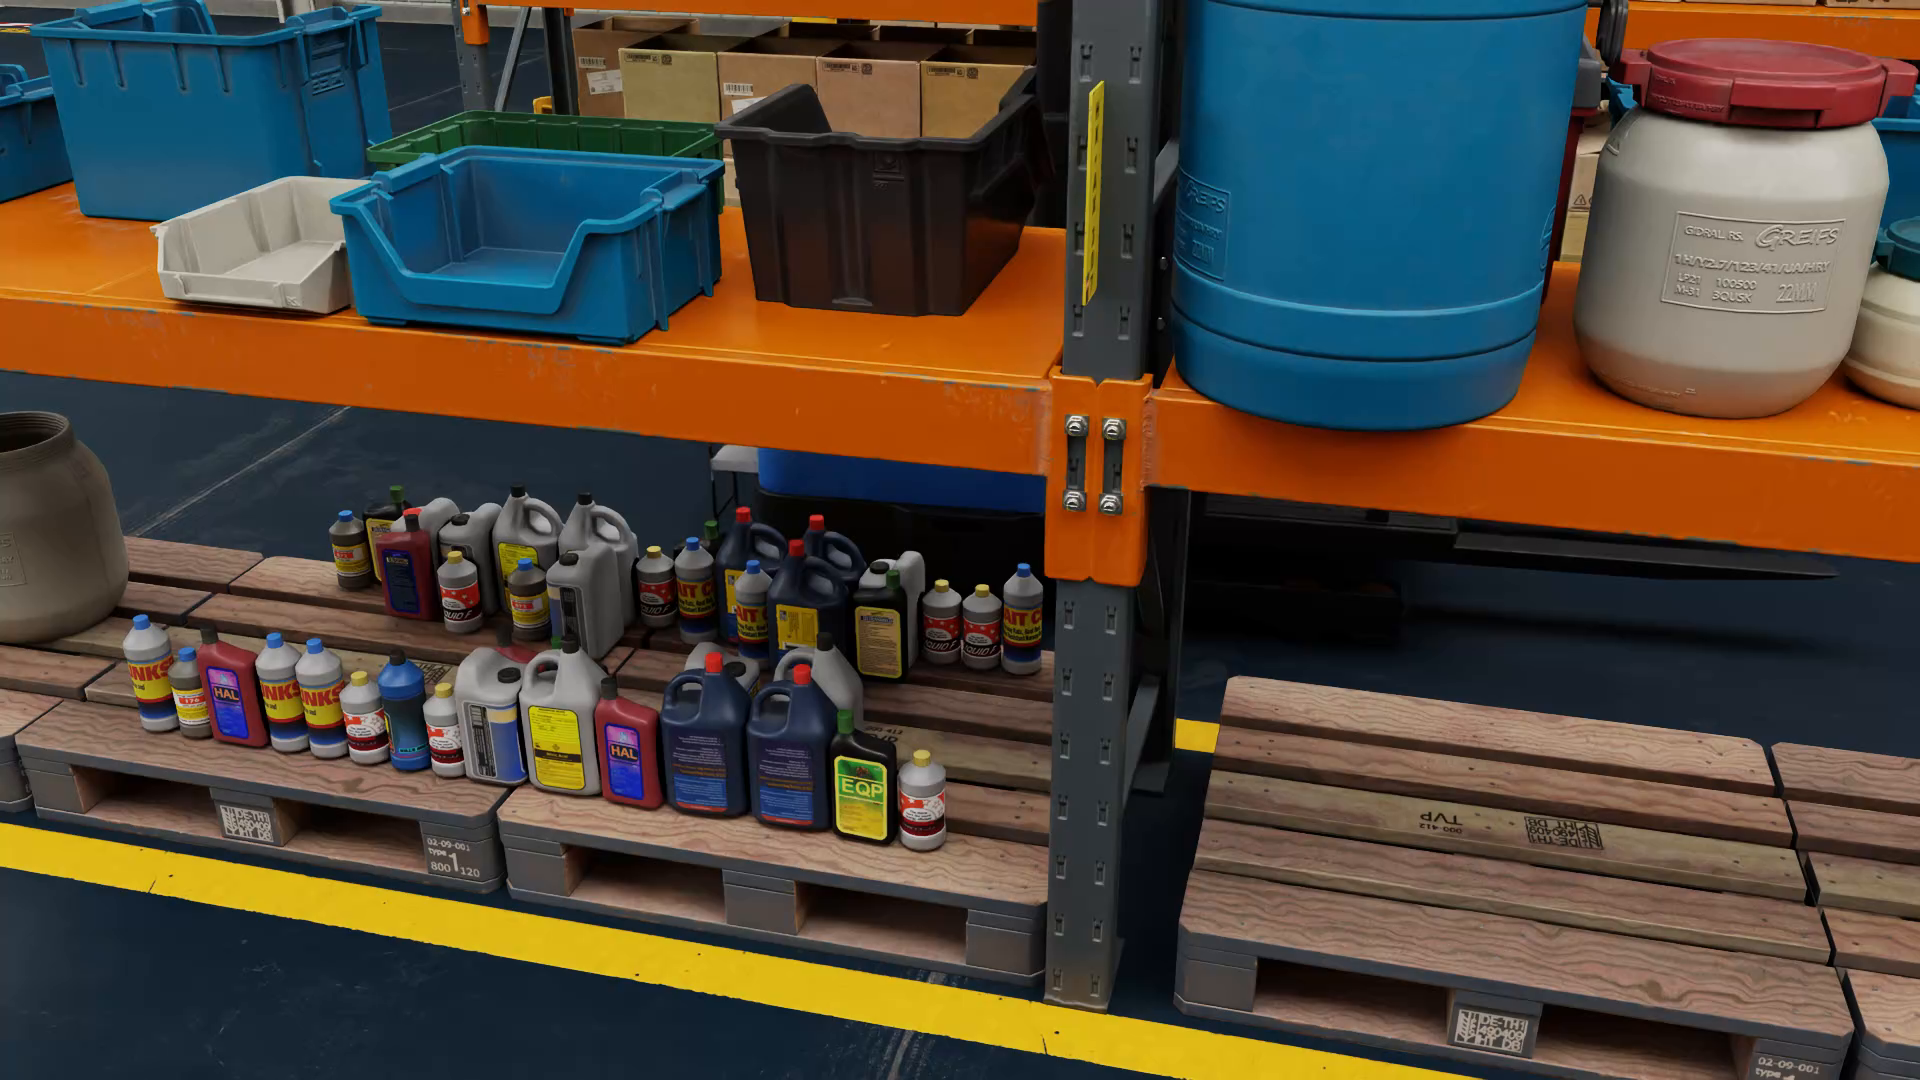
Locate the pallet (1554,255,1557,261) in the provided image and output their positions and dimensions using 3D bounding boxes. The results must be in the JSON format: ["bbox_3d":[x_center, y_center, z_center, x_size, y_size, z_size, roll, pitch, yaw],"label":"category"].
[{"bbox_3d":[2.313,-1.372,7.886,1.213,0.211,1.003,6,26,13],"label":"pallet"}]

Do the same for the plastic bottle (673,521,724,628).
[{"bbox_3d":[-0.659,0.082,4.237,0.133,0.283,0.061,7,26,15],"label":"plastic bottle"}]

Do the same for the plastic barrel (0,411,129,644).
[{"bbox_3d":[-2.380,-0.034,4.238,0.421,0.512,0.421,0,25,0],"label":"plastic barrel"}]

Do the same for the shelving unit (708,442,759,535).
[{"bbox_3d":[-0.652,-0.454,5.157,0.210,0.900,0.258,4,26,9],"label":"shelving unit"}]

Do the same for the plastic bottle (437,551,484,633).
[{"bbox_3d":[-1.275,0.126,4.239,0.097,0.201,0.097,0,25,0],"label":"plastic bottle"}]

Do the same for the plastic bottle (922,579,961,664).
[{"bbox_3d":[-0.044,0.195,4.095,0.097,0.201,0.097,0,25,0],"label":"plastic bottle"}]

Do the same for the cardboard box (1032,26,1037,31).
[{"bbox_3d":[0.843,-3.983,12.522,0.500,0.500,0.700,5,26,10],"label":"cardboard box"}]

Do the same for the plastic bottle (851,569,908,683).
[{"bbox_3d":[-0.193,0.201,3.987,0.133,0.283,0.061,6,26,13],"label":"plastic bottle"}]

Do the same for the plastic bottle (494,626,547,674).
[{"bbox_3d":[-0.973,0.328,3.719,0.133,0.283,0.061,6,26,13],"label":"plastic bottle"}]

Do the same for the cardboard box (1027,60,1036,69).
[{"bbox_3d":[0.604,-1.997,7.794,0.500,0.500,0.500,6,26,13],"label":"cardboard box"}]

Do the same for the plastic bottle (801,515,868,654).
[{"bbox_3d":[-0.326,0.106,4.107,0.185,0.351,0.144,7,26,14],"label":"plastic bottle"}]

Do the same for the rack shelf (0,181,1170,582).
[{"bbox_3d":[-1.585,-0.521,3.692,4.000,0.370,1.077,6,26,13],"label":"rack shelf"}]

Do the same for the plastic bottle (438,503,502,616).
[{"bbox_3d":[-1.262,0.038,4.336,0.135,0.276,0.152,6,26,12],"label":"plastic bottle"}]

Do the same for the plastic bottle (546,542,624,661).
[{"bbox_3d":[-0.933,0.139,4.126,0.135,0.276,0.152,6,26,13],"label":"plastic bottle"}]

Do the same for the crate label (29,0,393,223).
[{"bbox_3d":[-1.672,-0.992,3.802,0.616,0.435,0.502,6,26,13],"label":"crate label"}]

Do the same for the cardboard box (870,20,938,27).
[{"bbox_3d":[-0.407,-4.058,12.899,0.500,0.311,0.500,3,26,7],"label":"cardboard box"}]

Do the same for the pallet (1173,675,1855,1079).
[{"bbox_3d":[1.122,0.695,3.544,1.213,0.211,1.003,6,26,13],"label":"pallet"}]

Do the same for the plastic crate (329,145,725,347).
[{"bbox_3d":[-0.787,-0.570,3.131,0.616,0.251,0.499,6,26,13],"label":"plastic crate"}]

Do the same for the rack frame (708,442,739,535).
[{"bbox_3d":[-0.752,-0.462,5.173,0.006,0.900,0.240,4,26,9],"label":"rack frame"}]

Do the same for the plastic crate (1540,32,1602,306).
[{"bbox_3d":[0.897,-0.736,3.232,0.583,0.464,0.402,6,26,13],"label":"plastic crate"}]

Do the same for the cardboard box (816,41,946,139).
[{"bbox_3d":[-0.369,-2.097,8.002,0.500,0.500,0.500,6,26,13],"label":"cardboard box"}]

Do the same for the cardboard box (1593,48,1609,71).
[{"bbox_3d":[4.533,-3.649,11.820,0.500,0.500,0.700,7,26,14],"label":"cardboard box"}]

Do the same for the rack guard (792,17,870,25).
[{"bbox_3d":[-0.981,-4.048,13.170,0.348,0.500,1.175,6,26,13],"label":"rack guard"}]

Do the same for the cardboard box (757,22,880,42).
[{"bbox_3d":[-0.719,-2.374,8.585,0.500,0.500,0.500,6,26,13],"label":"cardboard box"}]

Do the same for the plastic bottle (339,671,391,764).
[{"bbox_3d":[-1.319,0.387,3.692,0.097,0.201,0.097,0,25,0],"label":"plastic bottle"}]

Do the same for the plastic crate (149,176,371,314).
[{"bbox_3d":[-1.284,-0.581,3.288,0.437,0.136,0.530,6,26,13],"label":"plastic crate"}]

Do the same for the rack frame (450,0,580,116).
[{"bbox_3d":[-2.285,-3.122,8.318,0.127,3.000,1.000,6,26,13],"label":"rack frame"}]

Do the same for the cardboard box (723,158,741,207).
[{"bbox_3d":[-0.851,-1.814,8.281,0.500,0.250,0.500,6,26,13],"label":"cardboard box"}]

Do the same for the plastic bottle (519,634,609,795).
[{"bbox_3d":[-0.842,0.362,3.571,0.185,0.351,0.144,6,26,13],"label":"plastic bottle"}]

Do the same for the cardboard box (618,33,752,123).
[{"bbox_3d":[-1.336,-2.206,8.231,0.500,0.500,0.500,6,26,13],"label":"cardboard box"}]

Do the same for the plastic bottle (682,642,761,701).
[{"bbox_3d":[-0.517,0.365,3.650,0.135,0.276,0.152,6,26,13],"label":"plastic bottle"}]

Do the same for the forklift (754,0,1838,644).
[{"bbox_3d":[0.963,-1.282,4.534,3.031,2.935,1.130,4,26,9],"label":"forklift"}]

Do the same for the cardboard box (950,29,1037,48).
[{"bbox_3d":[0.250,-2.267,8.361,0.500,0.500,0.500,6,26,13],"label":"cardboard box"}]

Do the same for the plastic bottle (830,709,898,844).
[{"bbox_3d":[-0.196,0.482,3.397,0.133,0.283,0.061,8,27,16],"label":"plastic bottle"}]

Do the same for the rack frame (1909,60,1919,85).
[{"bbox_3d":[6.693,-4.328,10.851,0.127,3.000,1.000,6,26,13],"label":"rack frame"}]

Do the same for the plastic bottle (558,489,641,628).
[{"bbox_3d":[-0.921,0.041,4.245,0.185,0.351,0.144,6,26,13],"label":"plastic bottle"}]

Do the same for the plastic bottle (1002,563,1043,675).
[{"bbox_3d":[0.153,0.185,4.034,0.097,0.271,0.097,0,25,0],"label":"plastic bottle"}]

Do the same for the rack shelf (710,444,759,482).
[{"bbox_3d":[-0.652,-0.261,5.248,0.200,0.077,0.258,4,26,9],"label":"rack shelf"}]

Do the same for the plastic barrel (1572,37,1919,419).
[{"bbox_3d":[1.224,-0.499,2.651,0.433,0.535,0.433,0,25,0],"label":"plastic barrel"}]

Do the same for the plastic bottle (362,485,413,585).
[{"bbox_3d":[-1.516,-0.013,4.436,0.133,0.283,0.061,7,26,14],"label":"plastic bottle"}]

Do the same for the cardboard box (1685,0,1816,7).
[{"bbox_3d":[3.324,-2.540,6.979,0.500,0.500,0.500,6,26,13],"label":"cardboard box"}]

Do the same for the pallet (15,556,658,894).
[{"bbox_3d":[-1.473,0.408,4.147,1.213,0.211,1.003,6,26,13],"label":"pallet"}]

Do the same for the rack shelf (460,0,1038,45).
[{"bbox_3d":[-0.348,-2.583,8.023,4.000,0.370,1.077,6,26,13],"label":"rack shelf"}]

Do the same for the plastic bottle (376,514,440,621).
[{"bbox_3d":[-1.423,0.065,4.273,0.133,0.283,0.061,6,26,13],"label":"plastic bottle"}]

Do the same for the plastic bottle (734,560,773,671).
[{"bbox_3d":[-0.497,0.177,4.051,0.097,0.271,0.097,0,25,0],"label":"plastic bottle"}]

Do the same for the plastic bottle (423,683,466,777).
[{"bbox_3d":[-1.120,0.409,3.646,0.097,0.201,0.097,0,25,0],"label":"plastic bottle"}]

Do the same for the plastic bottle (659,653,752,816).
[{"bbox_3d":[-0.529,0.396,3.498,0.185,0.351,0.144,5,26,10],"label":"plastic bottle"}]

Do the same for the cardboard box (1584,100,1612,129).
[{"bbox_3d":[3.041,-1.863,7.732,0.500,0.311,0.500,6,26,13],"label":"cardboard box"}]

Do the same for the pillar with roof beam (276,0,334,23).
[{"bbox_3d":[-7.044,-7.028,9.544,0.400,9.000,9.100,6,26,13],"label":"pillar with roof beam"}]

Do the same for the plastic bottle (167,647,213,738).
[{"bbox_3d":[-1.743,0.340,3.790,0.097,0.201,0.097,0,25,0],"label":"plastic bottle"}]

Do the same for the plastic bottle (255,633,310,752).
[{"bbox_3d":[-1.512,0.334,3.722,0.097,0.271,0.097,0,25,0],"label":"plastic bottle"}]
